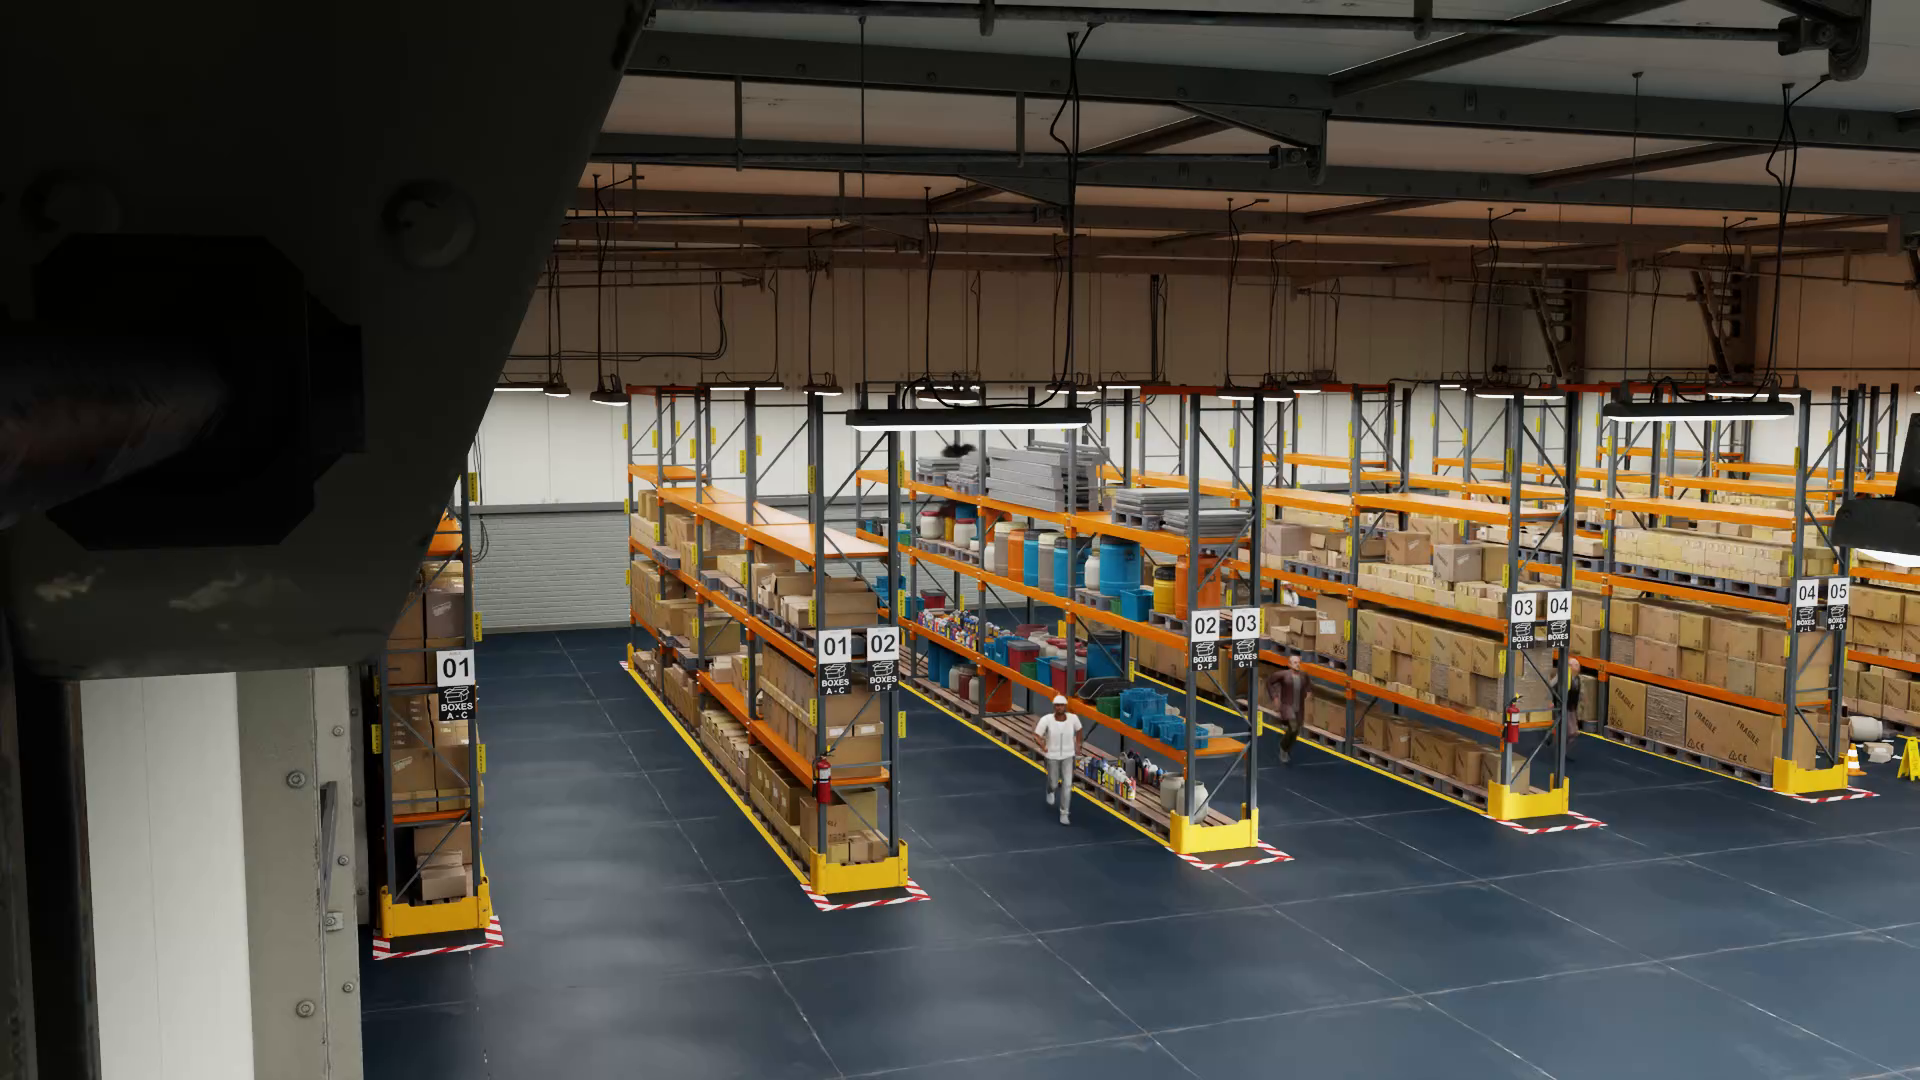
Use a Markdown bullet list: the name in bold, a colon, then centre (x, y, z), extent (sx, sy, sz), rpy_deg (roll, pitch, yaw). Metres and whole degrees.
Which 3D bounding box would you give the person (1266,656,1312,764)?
- **person**: centre (5.308, 2.710, 26.591), extent (0.699, 1.742, 0.758), rpy_deg (-2, 6, -20)

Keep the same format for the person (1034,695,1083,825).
- **person**: centre (1.399, 3.043, 23.365), extent (0.716, 1.749, 0.938), rpy_deg (-1, 6, -5)

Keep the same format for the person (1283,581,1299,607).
- **person**: centre (7.147, 1.727, 36.173), extent (0.638, 1.835, 0.777), rpy_deg (-2, 6, -18)

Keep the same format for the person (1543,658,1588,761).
- **person**: centre (9.804, 2.741, 26.925), extent (0.693, 1.678, 0.682), rpy_deg (-4, 7, -36)
